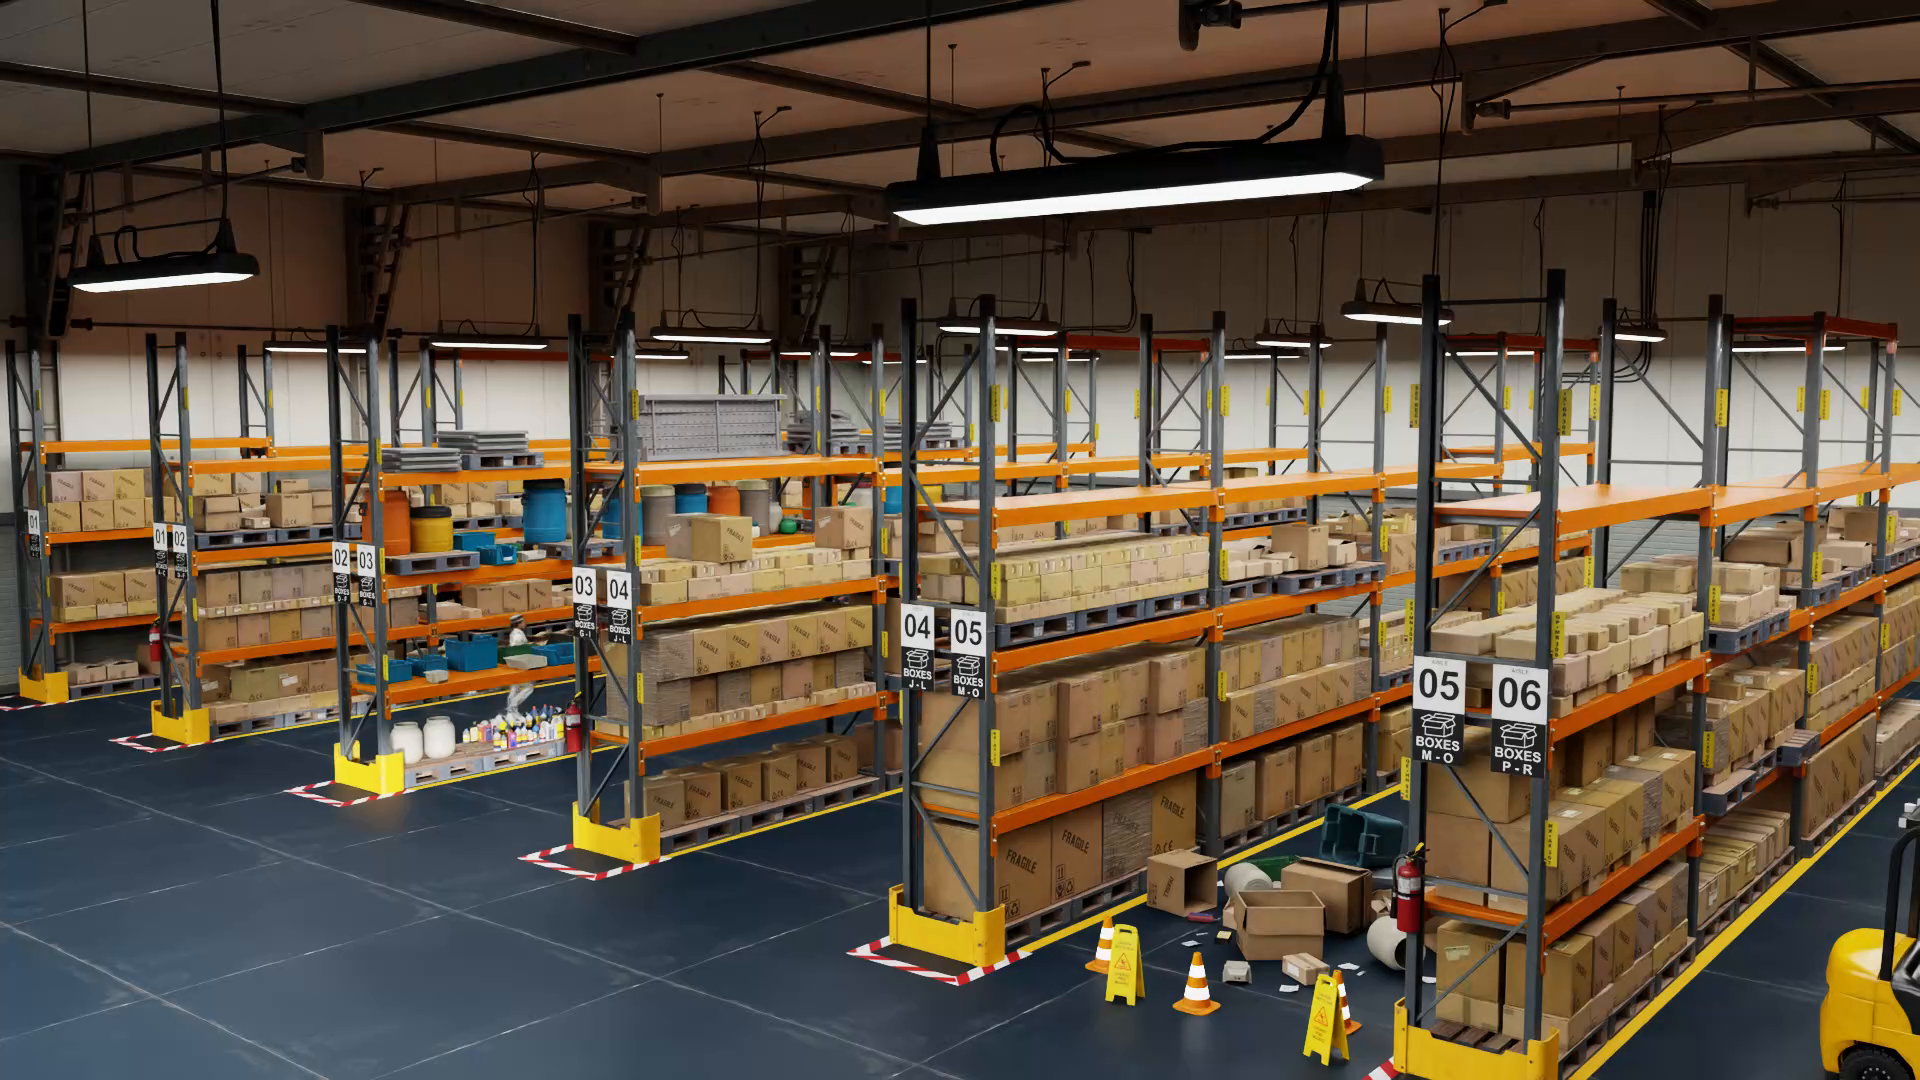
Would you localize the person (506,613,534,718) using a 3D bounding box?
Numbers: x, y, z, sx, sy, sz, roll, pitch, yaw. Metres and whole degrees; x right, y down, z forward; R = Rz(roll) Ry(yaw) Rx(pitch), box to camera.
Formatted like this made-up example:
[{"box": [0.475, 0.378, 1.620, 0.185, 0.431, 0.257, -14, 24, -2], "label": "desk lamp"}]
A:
[{"box": [-6.941, 1.981, 26.045, 0.472, 1.676, 0.527, -4, 7, -41], "label": "person"}]

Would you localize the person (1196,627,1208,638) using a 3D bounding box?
[{"box": [3.705, 2.046, 24.905, 0.635, 1.765, 0.606, -4, 7, -40], "label": "person"}]

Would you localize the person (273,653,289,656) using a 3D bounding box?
[{"box": [-11.304, 1.873, 27.870, 0.454, 1.557, 0.840, 2, 6, 24], "label": "person"}]
